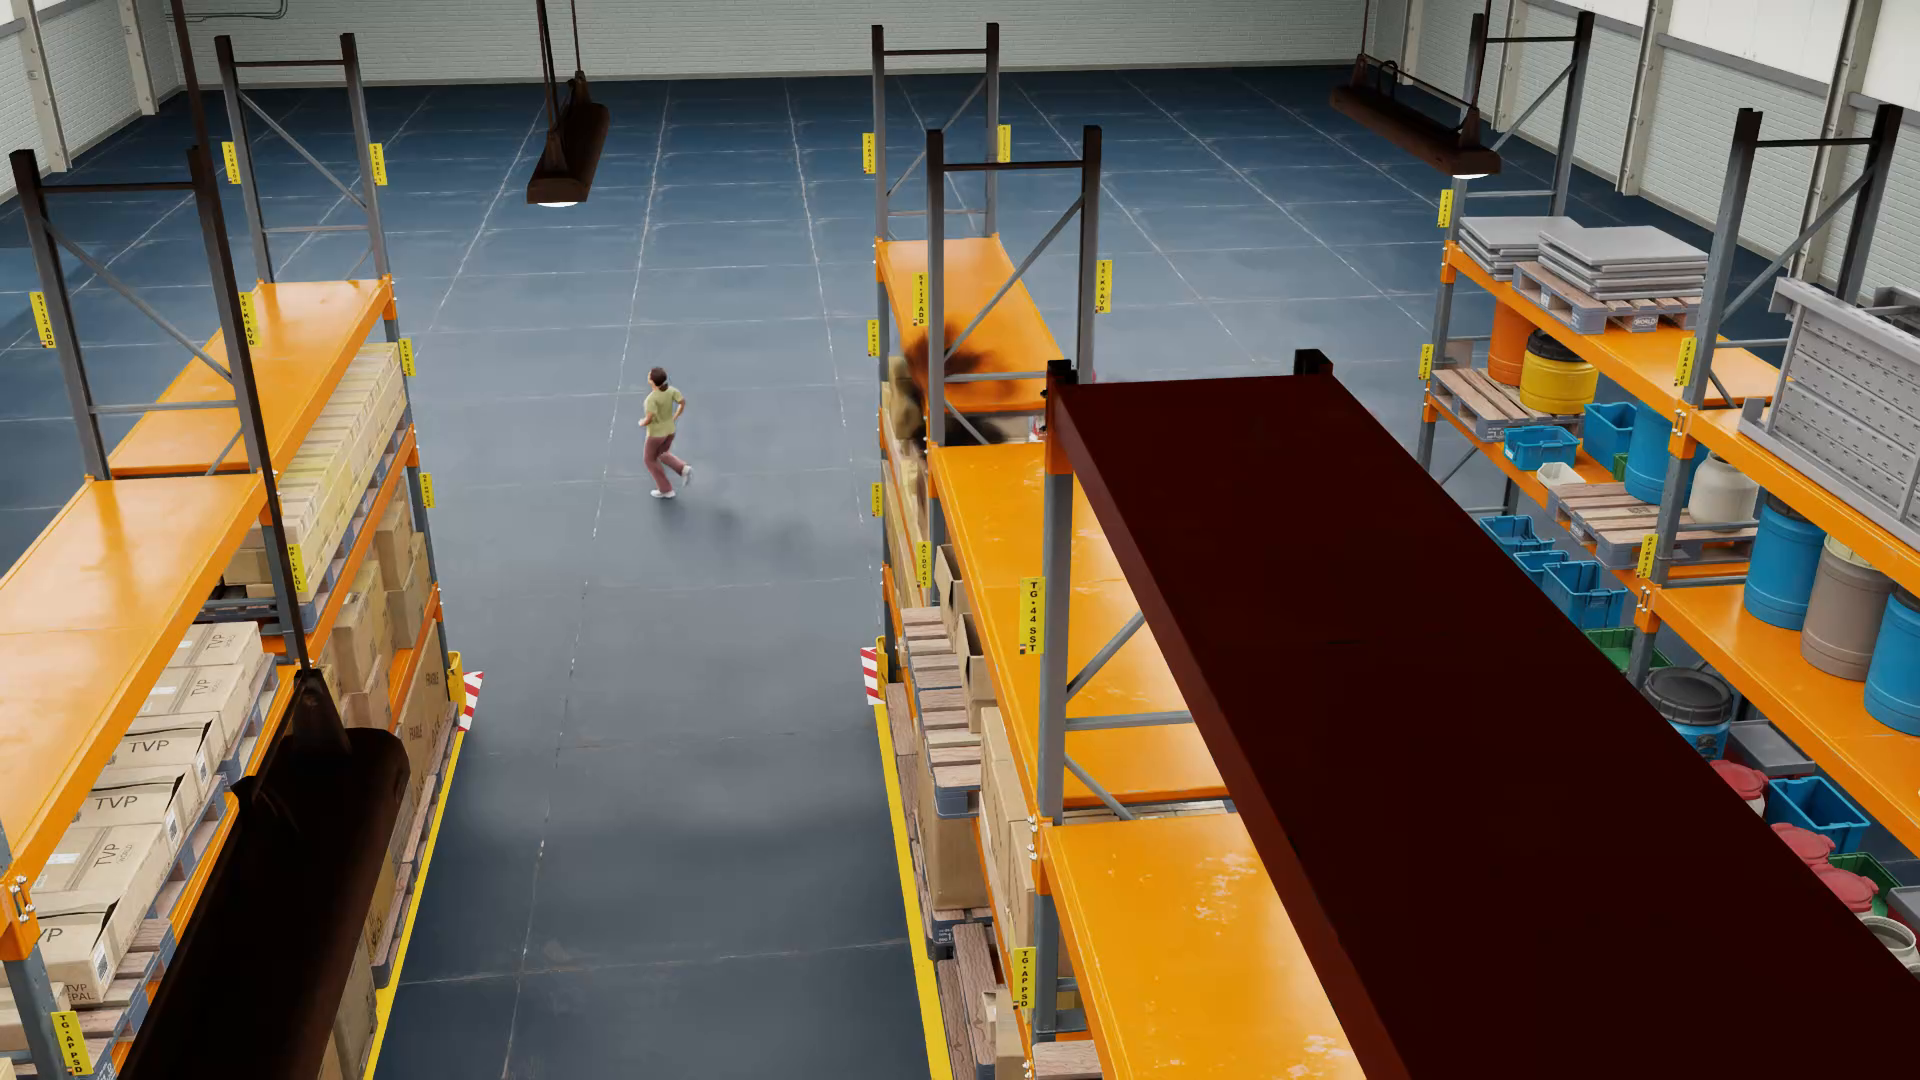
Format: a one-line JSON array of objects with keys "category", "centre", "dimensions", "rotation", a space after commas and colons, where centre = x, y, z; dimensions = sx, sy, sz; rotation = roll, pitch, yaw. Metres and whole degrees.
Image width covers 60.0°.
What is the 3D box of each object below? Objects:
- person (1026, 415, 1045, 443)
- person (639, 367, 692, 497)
[{"category": "person", "centre": [1.025, -1.075, 18.752], "dimensions": [0.613, 1.740, 0.657], "rotation": [7, 26, 14]}, {"category": "person", "centre": [-3.409, -1.212, 19.206], "dimensions": [0.551, 1.611, 0.616], "rotation": [17, 30, 31]}]
